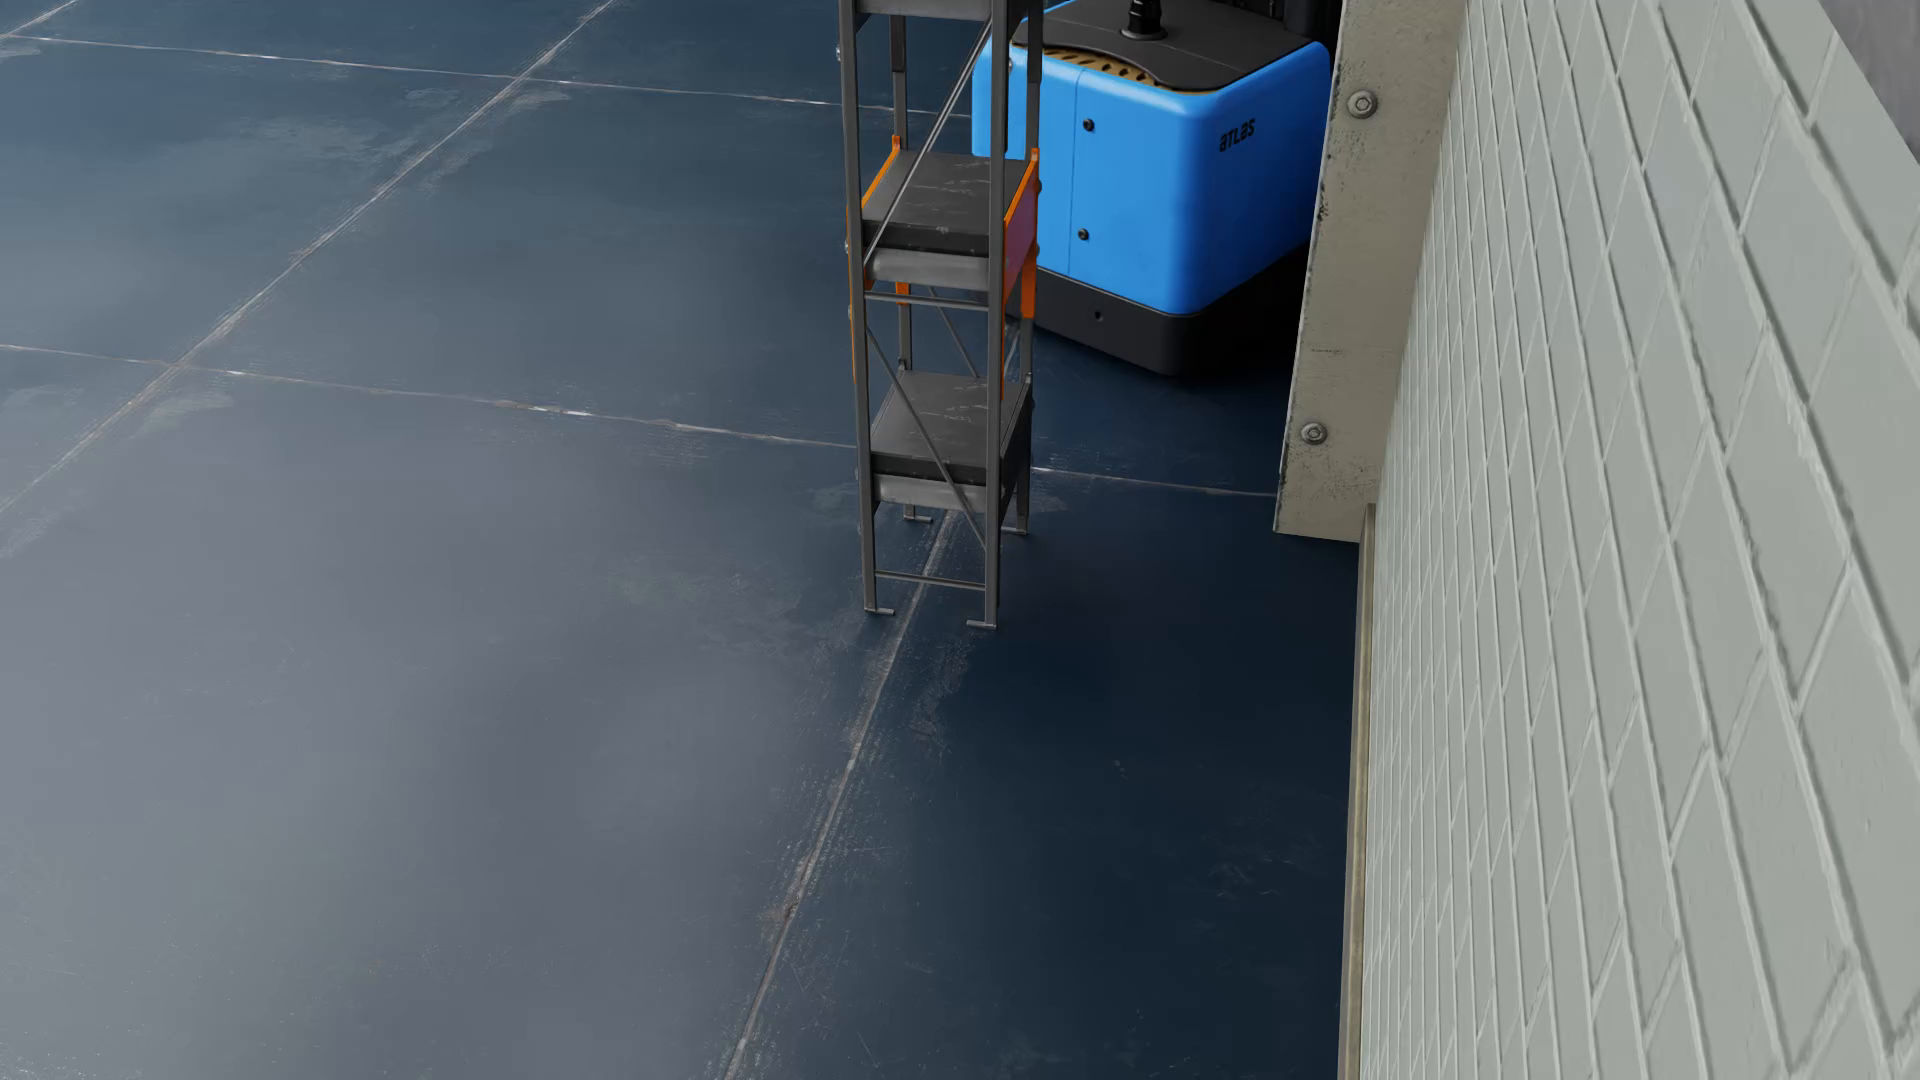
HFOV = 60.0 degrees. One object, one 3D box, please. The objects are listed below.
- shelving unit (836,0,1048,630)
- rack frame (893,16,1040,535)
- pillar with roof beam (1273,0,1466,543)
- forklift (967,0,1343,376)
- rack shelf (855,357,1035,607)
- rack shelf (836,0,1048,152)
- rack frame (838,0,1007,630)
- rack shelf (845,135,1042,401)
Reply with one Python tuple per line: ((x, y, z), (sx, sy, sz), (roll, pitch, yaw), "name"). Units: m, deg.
((-0.035, -0.755, 4.503), (0.431, 2.100, 0.503), (7, 37, 10), "shelving unit")
((0.017, -0.895, 4.696), (0.400, 2.100, 0.015), (7, 37, 10), "rack frame")
((-3.018, -4.303, 3.520), (9.100, 9.000, 0.400), (7, 37, 10), "pillar with roof beam")
((1.361, -2.564, 6.291), (1.130, 2.935, 3.031), (26, 43, 31), "forklift")
((-0.035, -0.177, 4.922), (0.431, 0.518, 0.480), (7, 37, 10), "rack shelf")
((-0.035, -1.311, 4.100), (0.431, 0.518, 0.480), (7, 37, 10), "rack shelf")
((-0.087, -0.615, 4.310), (0.400, 2.100, 0.015), (7, 37, 10), "rack frame")
((-0.035, -0.744, 4.511), (0.431, 0.518, 0.480), (7, 37, 10), "rack shelf")
